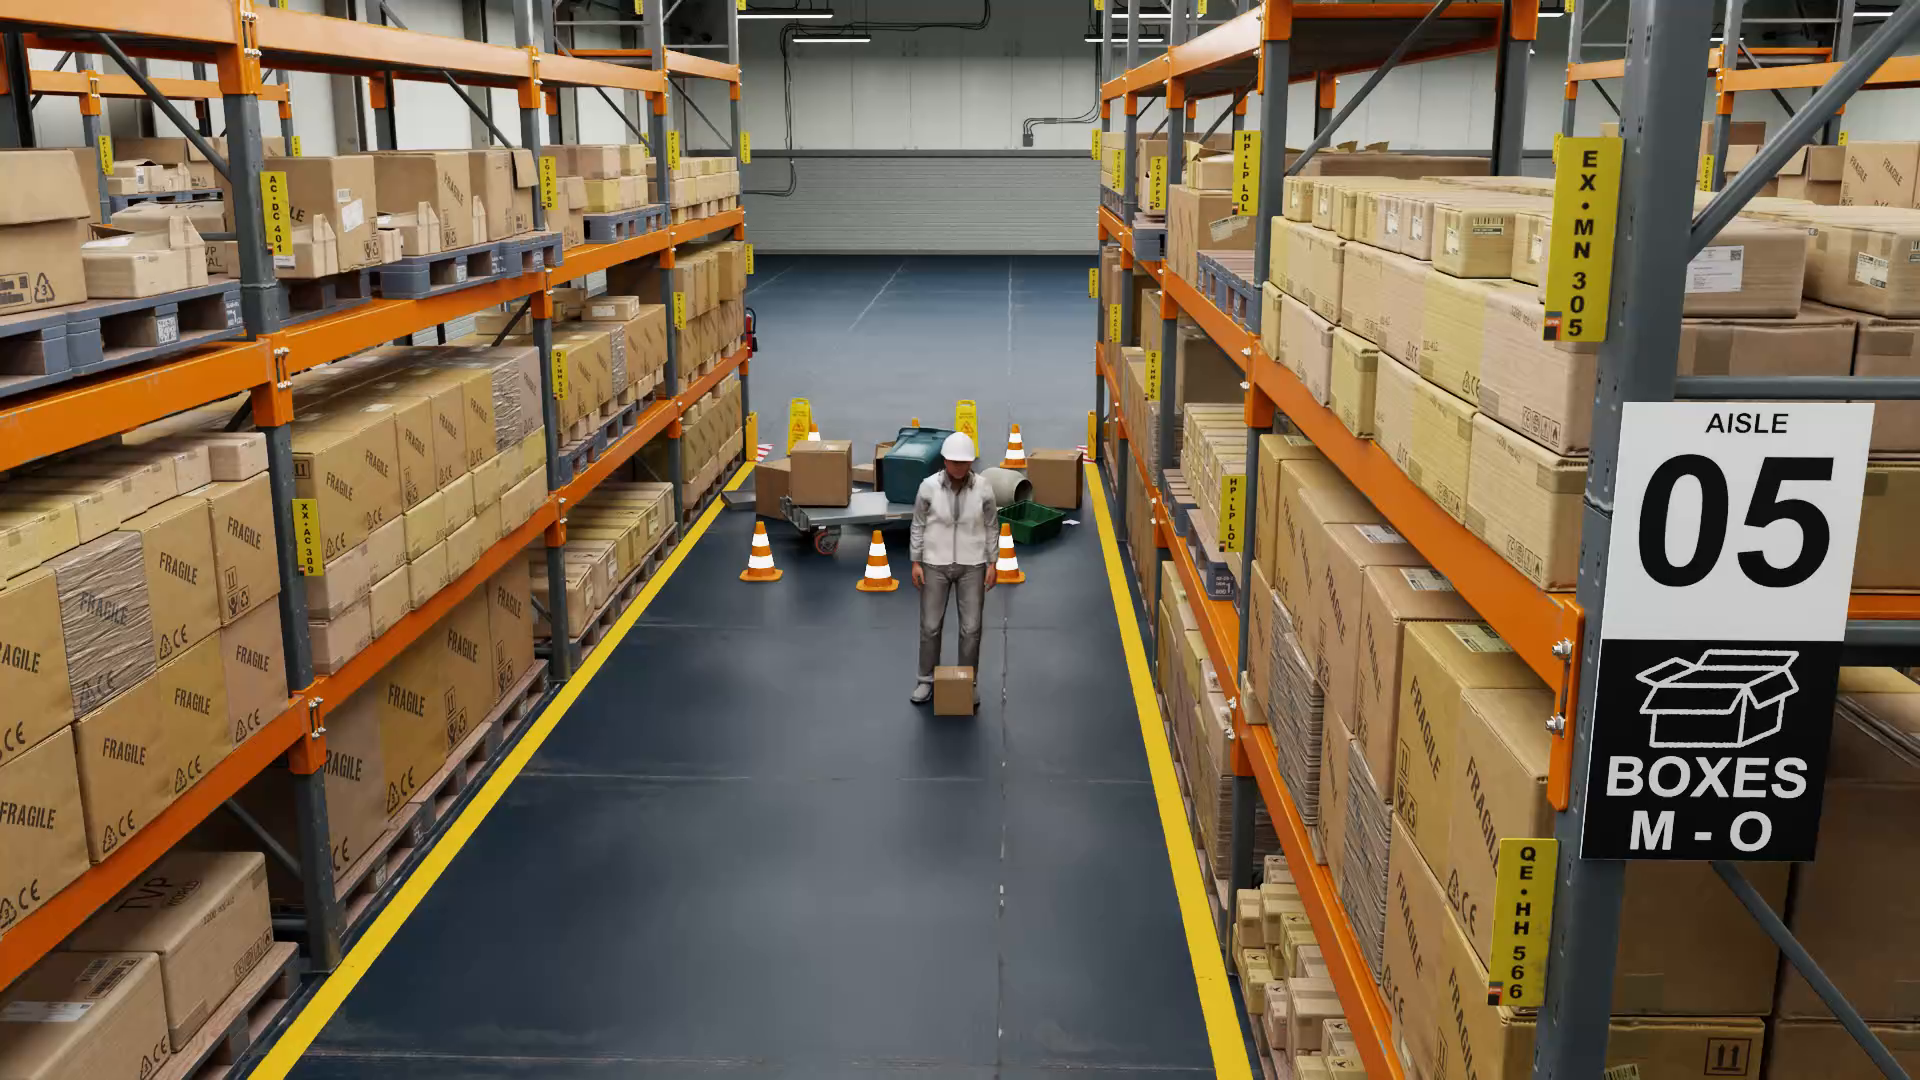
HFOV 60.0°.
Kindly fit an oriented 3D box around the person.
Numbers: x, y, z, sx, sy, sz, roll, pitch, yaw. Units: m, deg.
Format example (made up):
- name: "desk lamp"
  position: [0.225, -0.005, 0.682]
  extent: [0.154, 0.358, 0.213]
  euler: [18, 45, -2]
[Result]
- name: "person"
  position: [-0.035, 0.169, 10.755]
  extent: [0.585, 1.770, 0.476]
  euler: [0, 14, -2]
